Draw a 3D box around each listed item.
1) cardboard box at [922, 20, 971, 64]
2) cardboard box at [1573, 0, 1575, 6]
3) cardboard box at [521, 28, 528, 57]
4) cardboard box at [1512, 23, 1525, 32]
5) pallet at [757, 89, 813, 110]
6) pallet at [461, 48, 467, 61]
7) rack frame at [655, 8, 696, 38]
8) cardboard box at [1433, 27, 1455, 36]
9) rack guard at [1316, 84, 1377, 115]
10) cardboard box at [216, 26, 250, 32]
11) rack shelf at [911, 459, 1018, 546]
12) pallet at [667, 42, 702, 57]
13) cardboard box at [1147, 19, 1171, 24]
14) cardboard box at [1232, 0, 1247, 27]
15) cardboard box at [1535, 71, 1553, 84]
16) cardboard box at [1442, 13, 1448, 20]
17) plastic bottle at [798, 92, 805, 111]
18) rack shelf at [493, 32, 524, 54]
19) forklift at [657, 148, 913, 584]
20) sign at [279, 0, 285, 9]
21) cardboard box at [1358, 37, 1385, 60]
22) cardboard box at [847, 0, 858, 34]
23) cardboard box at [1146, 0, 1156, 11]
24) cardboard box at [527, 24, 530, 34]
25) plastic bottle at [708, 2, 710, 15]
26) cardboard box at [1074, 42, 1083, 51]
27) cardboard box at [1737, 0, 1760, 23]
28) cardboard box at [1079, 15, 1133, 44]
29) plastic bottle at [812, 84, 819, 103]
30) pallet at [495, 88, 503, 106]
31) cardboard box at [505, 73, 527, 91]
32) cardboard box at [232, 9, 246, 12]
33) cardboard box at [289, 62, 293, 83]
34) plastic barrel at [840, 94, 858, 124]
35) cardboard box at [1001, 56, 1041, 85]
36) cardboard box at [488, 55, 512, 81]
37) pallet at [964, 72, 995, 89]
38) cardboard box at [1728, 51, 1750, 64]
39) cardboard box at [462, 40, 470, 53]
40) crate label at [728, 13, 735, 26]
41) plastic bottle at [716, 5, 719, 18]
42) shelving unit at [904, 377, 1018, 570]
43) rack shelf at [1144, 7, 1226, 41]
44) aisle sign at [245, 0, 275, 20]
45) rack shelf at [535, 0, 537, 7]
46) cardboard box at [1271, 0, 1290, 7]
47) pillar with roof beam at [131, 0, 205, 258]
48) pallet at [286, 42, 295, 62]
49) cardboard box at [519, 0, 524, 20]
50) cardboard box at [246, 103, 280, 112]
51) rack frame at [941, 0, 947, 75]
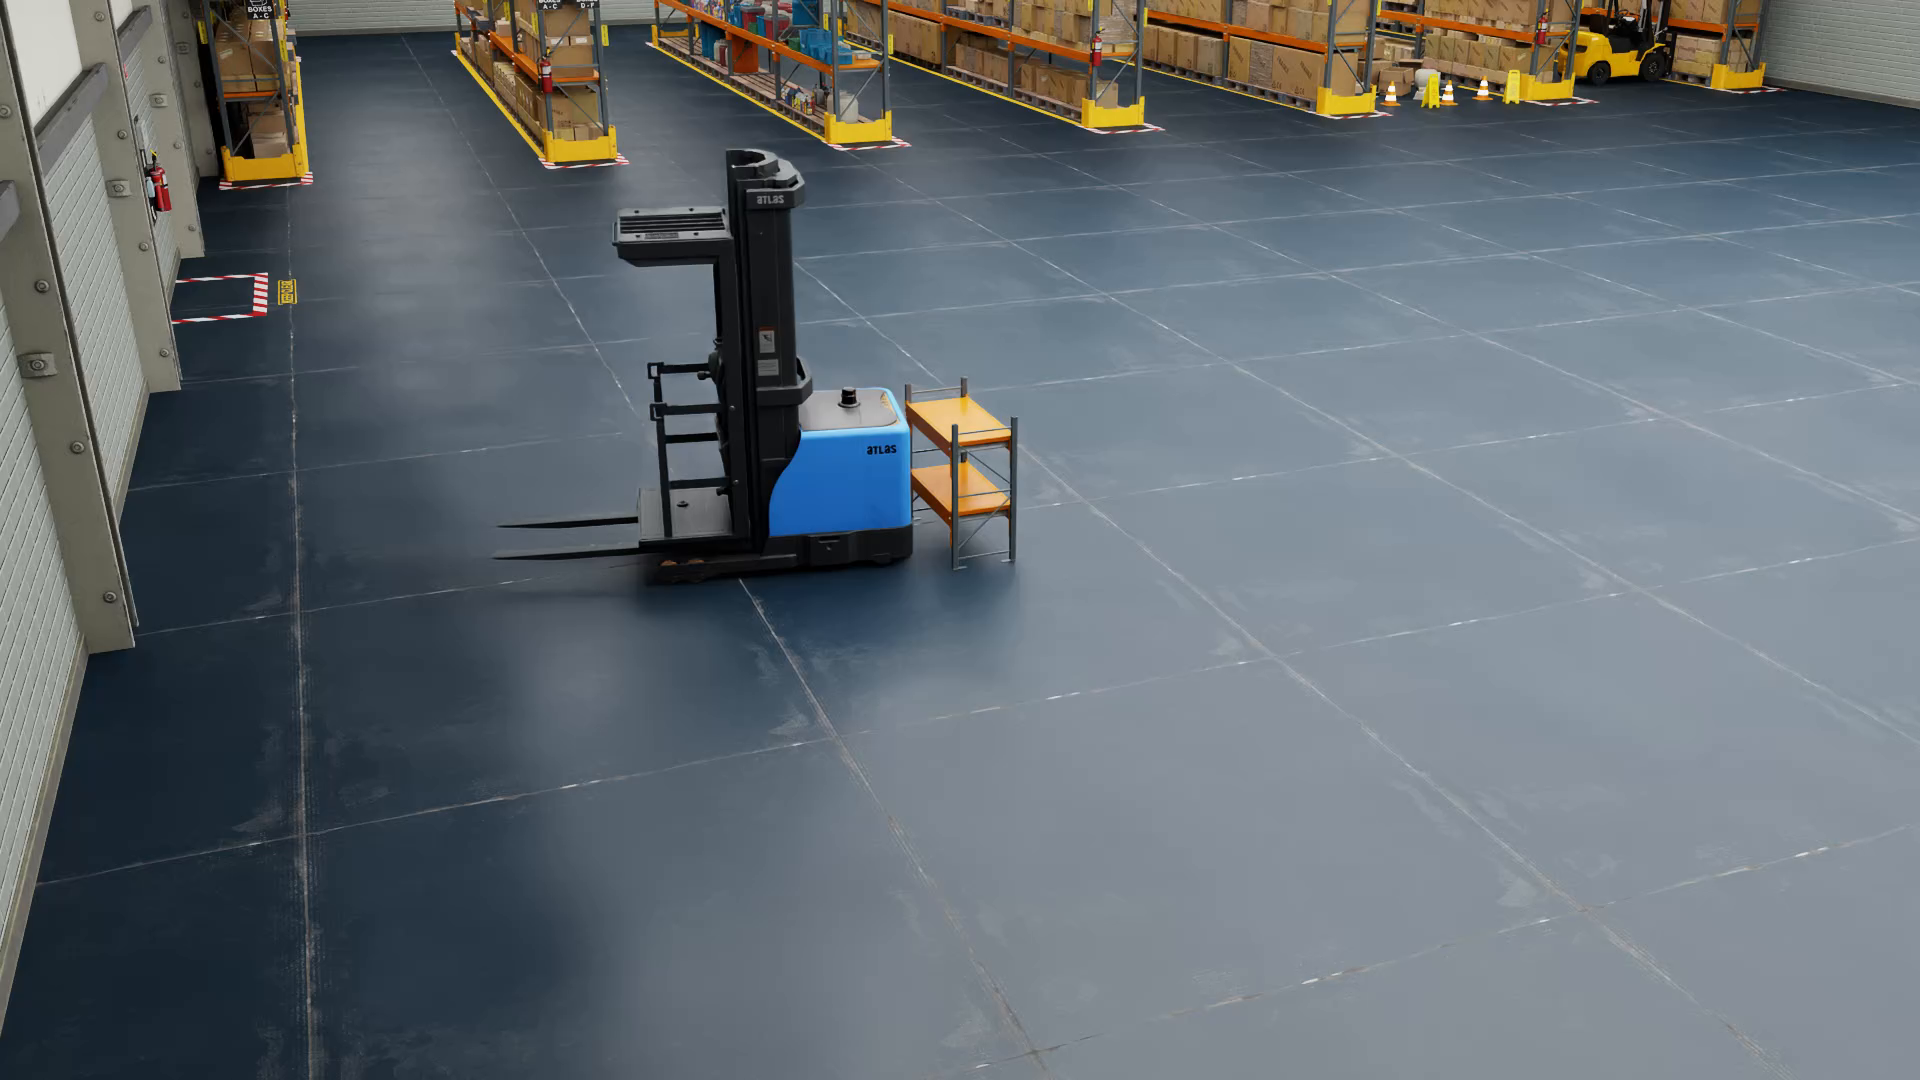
[{"bbox_3d":[-0.156,-11.538,38.457,1.225,0.875,0.875,-10,25,-21],"label":"cardboard box"},{"bbox_3d":[14.789,-12.918,39.731,0.500,0.250,0.500,-8,24,-19],"label":"cardboard box"},{"bbox_3d":[-7.625,-9.144,30.454,0.700,0.500,0.500,-9,24,-20],"label":"cardboard box"},{"bbox_3d":[11.640,-10.590,34.337,0.380,0.149,0.250,-9,24,-20],"label":"cardboard box"},{"bbox_3d":[-3.466,-8.932,33.669,1.003,0.211,1.213,-8,24,-19],"label":"pallet"},{"bbox_3d":[-11.717,-12.016,40.988,1.003,0.211,1.213,-8,24,-19],"label":"pallet"},{"bbox_3d":[-7.391,-14.297,42.808,1.000,3.000,0.127,-8,24,-19],"label":"rack frame"},{"bbox_3d":[10.696,-11.242,36.759,0.380,0.149,0.250,-8,24,-18],"label":"cardboard box"},{"bbox_3d":[7.579,-8.646,32.620,1.175,0.500,0.348,-8,24,-19],"label":"rack guard"},{"bbox_3d":[-12.100,-8.293,27.766,0.500,0.500,0.500,-8,24,-18],"label":"cardboard box"},{"bbox_3d":[-0.002,-0.295,12.632,0.538,0.278,1.000,-8,24,-19],"label":"rack shelf"},{"bbox_3d":[-6.709,-12.264,41.576,1.003,0.211,1.213,-8,24,-19],"label":"pallet"},{"bbox_3d":[4.727,-12.384,39.983,0.500,0.250,0.500,-9,25,-21],"label":"cardboard box"},{"bbox_3d":[6.299,-11.197,35.260,0.875,0.550,0.550,-8,24,-19],"label":"cardboard box"},{"bbox_3d":[12.139,-9.780,35.091,0.500,0.250,0.500,-9,24,-19],"label":"cardboard box"},{"bbox_3d":[10.824,-11.525,36.555,0.380,0.149,0.250,-8,24,-19],"label":"cardboard box"},{"bbox_3d":[-2.973,-8.278,31.372,0.144,0.351,0.185,-7,24,-17],"label":"plastic bottle"},{"bbox_3d":[-8.494,-9.744,32.680,0.919,0.124,3.809,-8,24,-19],"label":"rack shelf"},{"bbox_3d":[-1.916,-1.254,11.951,3.031,2.935,1.130,-4,23,-10],"label":"forklift"},{"bbox_3d":[-13.329,-10.606,32.662,0.100,0.325,0.005,-8,24,-19],"label":"sign"},{"bbox_3d":[9.098,-10.918,37.035,0.500,0.500,0.500,-8,24,-19],"label":"cardboard box"},{"bbox_3d":[-2.457,-13.969,44.226,0.875,0.875,0.875,-8,24,-19],"label":"cardboard box"},{"bbox_3d":[4.650,-12.559,38.557,0.500,0.500,0.500,-8,24,-18],"label":"cardboard box"},{"bbox_3d":[-7.415,-9.011,29.304,0.380,0.149,0.250,-9,25,-21],"label":"cardboard box"},{"bbox_3d":[-5.624,-11.956,37.404,0.061,0.283,0.133,-8,24,-19],"label":"plastic bottle"},{"bbox_3d":[2.376,-9.297,31.269,0.380,0.149,0.250,-8,24,-19],"label":"cardboard box"},{"bbox_3d":[16.893,-11.469,35.971,0.500,0.500,0.500,-8,24,-17],"label":"cardboard box"},{"bbox_3d":[2.726,-9.550,31.033,0.875,0.500,0.500,-8,24,-19],"label":"cardboard box"},{"bbox_3d":[-2.790,-8.704,32.384,0.144,0.351,0.185,-8,24,-19],"label":"plastic bottle"},{"bbox_3d":[-8.946,-9.122,34.122,1.003,0.211,1.213,-8,24,-19],"label":"pallet"},{"bbox_3d":[-8.563,-8.921,32.331,0.500,0.311,0.500,-8,24,-19],"label":"cardboard box"},{"bbox_3d":[-13.197,-9.660,31.113,0.700,0.500,0.500,-8,24,-19],"label":"cardboard box"},{"bbox_3d":[-14.274,-9.838,34.457,0.750,0.750,0.750,-8,24,-19],"label":"cardboard box"},{"bbox_3d":[-2.043,-7.759,29.959,0.421,0.512,0.421,0,23,0],"label":"plastic barrel"},{"bbox_3d":[1.285,-9.893,35.012,0.700,0.500,0.500,-10,25,-23],"label":"cardboard box"},{"bbox_3d":[-9.751,-10.070,35.432,0.500,0.500,0.500,-7,24,-17],"label":"cardboard box"},{"bbox_3d":[0.770,-10.058,36.342,1.003,0.211,1.213,-8,24,-19],"label":"pallet"},{"bbox_3d":[16.836,-10.561,36.301,0.500,0.250,0.500,-8,24,-18],"label":"cardboard box"},{"bbox_3d":[-11.747,-11.954,40.225,0.500,0.250,0.500,-8,24,-19],"label":"cardboard box"},{"bbox_3d":[-4.767,-11.108,35.459,0.303,0.233,0.416,-8,24,-19],"label":"crate label"},{"bbox_3d":[-5.350,-11.689,36.787,0.097,0.271,0.097,0,23,0],"label":"plastic bottle"},{"bbox_3d":[-0.002,-0.521,12.537,0.538,1.125,1.048,-8,24,-19],"label":"shelving unit"},{"bbox_3d":[5.451,-11.655,37.467,1.077,0.370,4.000,-8,24,-19],"label":"rack shelf"},{"bbox_3d":[-10.701,-8.337,25.321,0.394,0.787,0.004,-8,24,-19],"label":"aisle sign"},{"bbox_3d":[-7.081,-9.582,28.687,1.077,0.370,4.000,-8,24,-19],"label":"rack shelf"},{"bbox_3d":[6.815,-11.098,33.634,0.875,0.550,0.500,-8,24,-19],"label":"cardboard box"},{"bbox_3d":[-5.917,-8.435,21.176,9.100,9.000,0.400,-8,24,-19],"label":"pillar with roof beam"},{"bbox_3d":[-12.554,-8.787,29.982,1.003,0.211,1.213,-8,24,-19],"label":"pallet"},{"bbox_3d":[-7.625,-9.742,30.202,0.700,0.500,0.500,-8,24,-19],"label":"cardboard box"},{"bbox_3d":[-12.017,-7.257,28.757,0.500,0.500,0.500,-10,25,-23],"label":"cardboard box"},{"bbox_3d":[0.068,-12.070,37.524,1.000,3.000,0.127,-8,24,-19],"label":"rack frame"}]
